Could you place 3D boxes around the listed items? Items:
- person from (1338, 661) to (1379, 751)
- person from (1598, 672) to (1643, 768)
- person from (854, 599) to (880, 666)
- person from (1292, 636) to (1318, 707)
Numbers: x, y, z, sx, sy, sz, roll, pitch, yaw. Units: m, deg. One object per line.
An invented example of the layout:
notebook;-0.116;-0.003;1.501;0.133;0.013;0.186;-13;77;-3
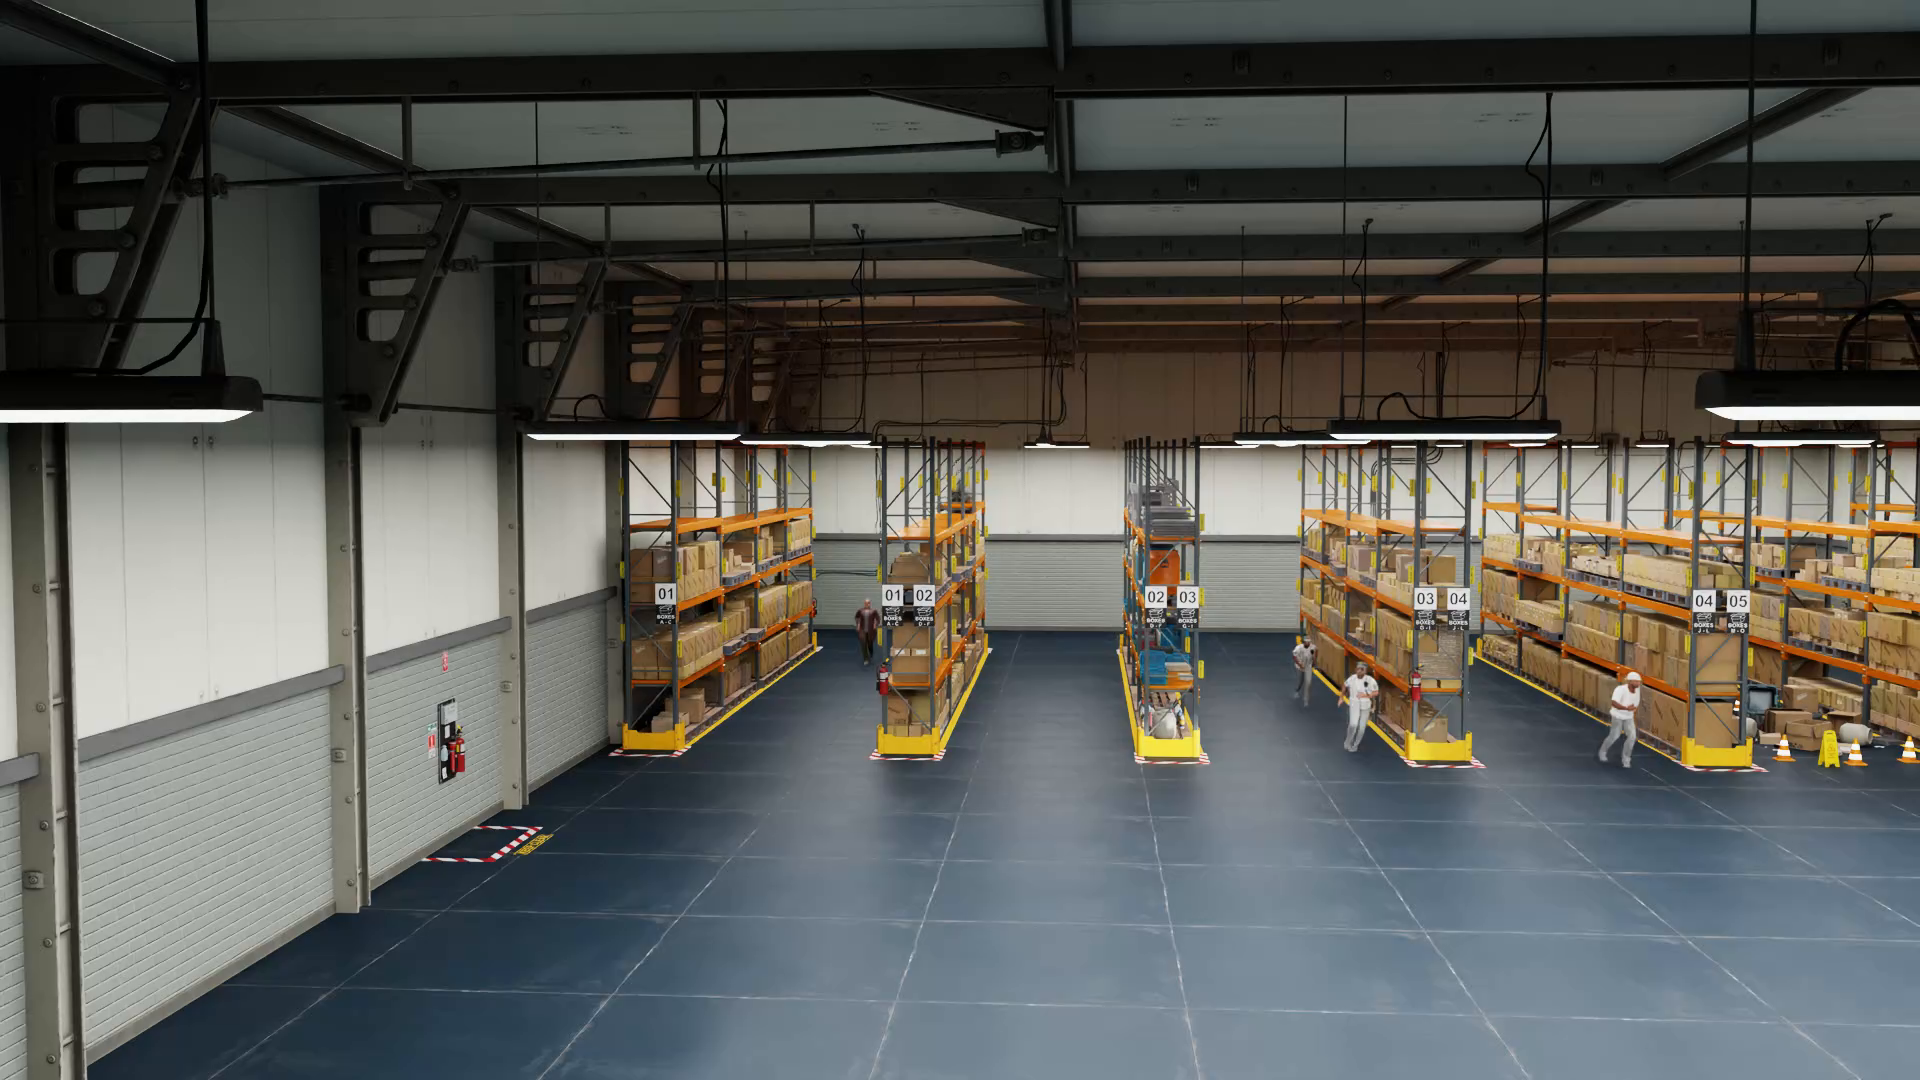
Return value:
person;7.582;3.170;31.634;0.742;1.736;0.633;1;3;10
person;12.078;3.279;30.274;0.760;1.807;0.853;-1;3;-22
person;-2.503;2.467;44.759;0.711;1.765;0.880;0;3;4
person;7.775;2.938;37.665;0.611;1.624;0.982;0;3;-6
